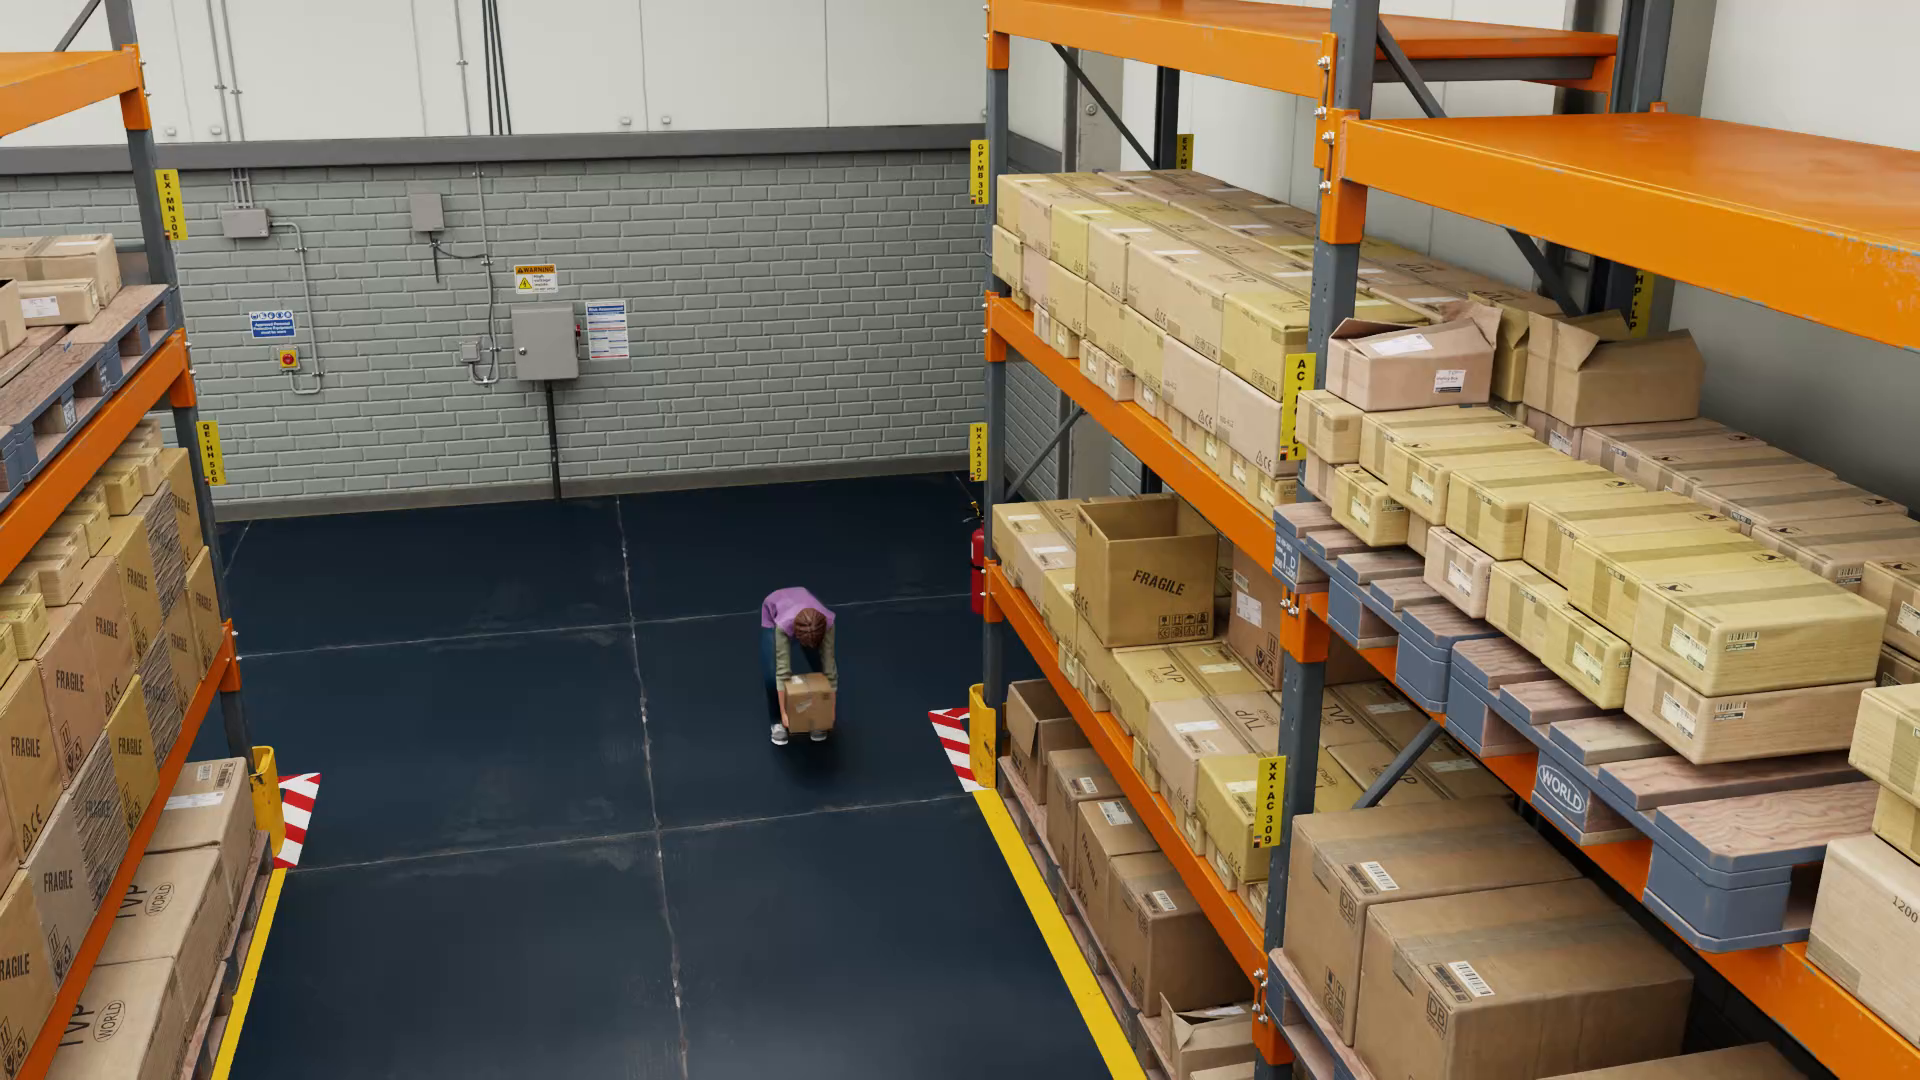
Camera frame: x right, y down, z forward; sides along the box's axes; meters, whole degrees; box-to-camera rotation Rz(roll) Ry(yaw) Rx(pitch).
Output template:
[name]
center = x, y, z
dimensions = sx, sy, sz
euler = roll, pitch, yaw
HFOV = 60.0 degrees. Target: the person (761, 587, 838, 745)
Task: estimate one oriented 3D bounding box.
[person]
center = -0.939, 0.773, 9.805
dimensions = 0.416, 1.020, 0.844
euler = -6, 21, -15
